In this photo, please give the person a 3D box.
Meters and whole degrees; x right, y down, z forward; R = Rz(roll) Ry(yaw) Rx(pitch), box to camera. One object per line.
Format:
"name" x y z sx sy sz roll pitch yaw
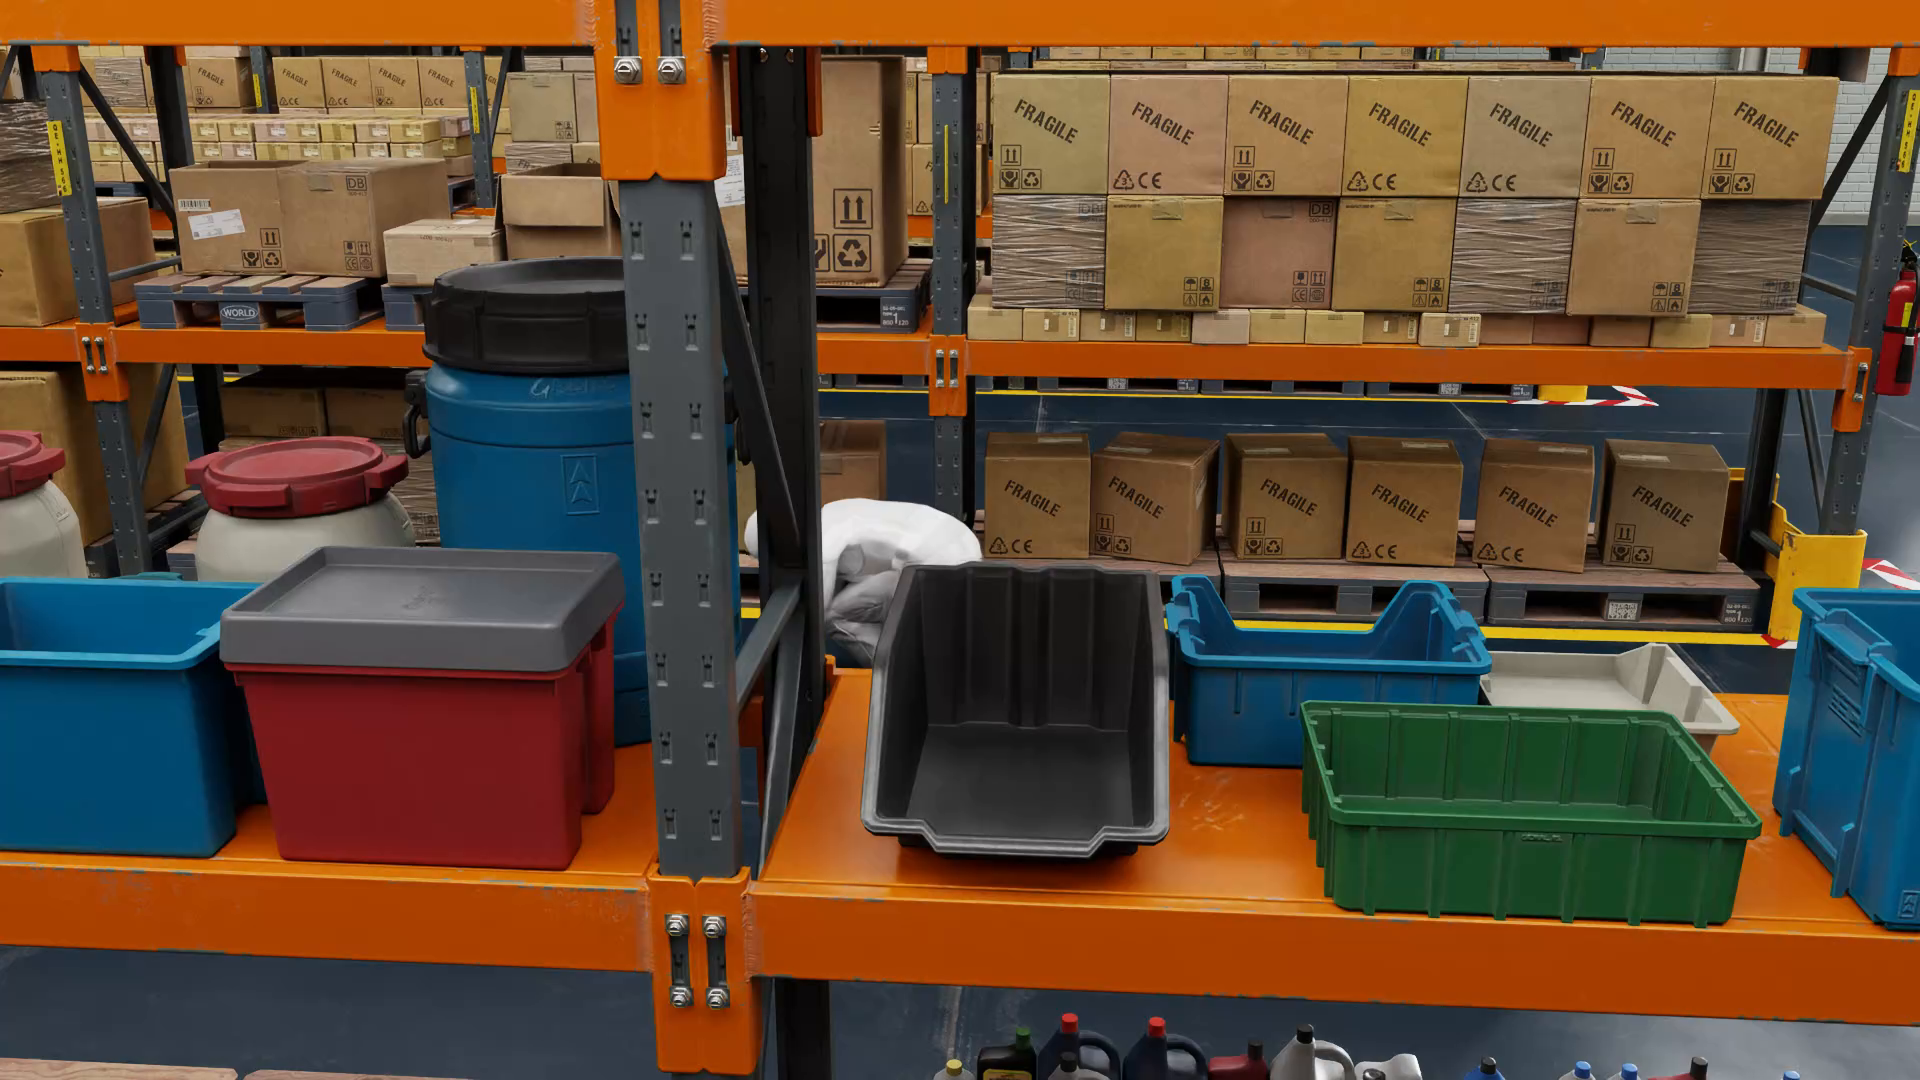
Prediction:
"person" -0.411 0.251 6.840 0.979 0.828 0.523 5 18 15
